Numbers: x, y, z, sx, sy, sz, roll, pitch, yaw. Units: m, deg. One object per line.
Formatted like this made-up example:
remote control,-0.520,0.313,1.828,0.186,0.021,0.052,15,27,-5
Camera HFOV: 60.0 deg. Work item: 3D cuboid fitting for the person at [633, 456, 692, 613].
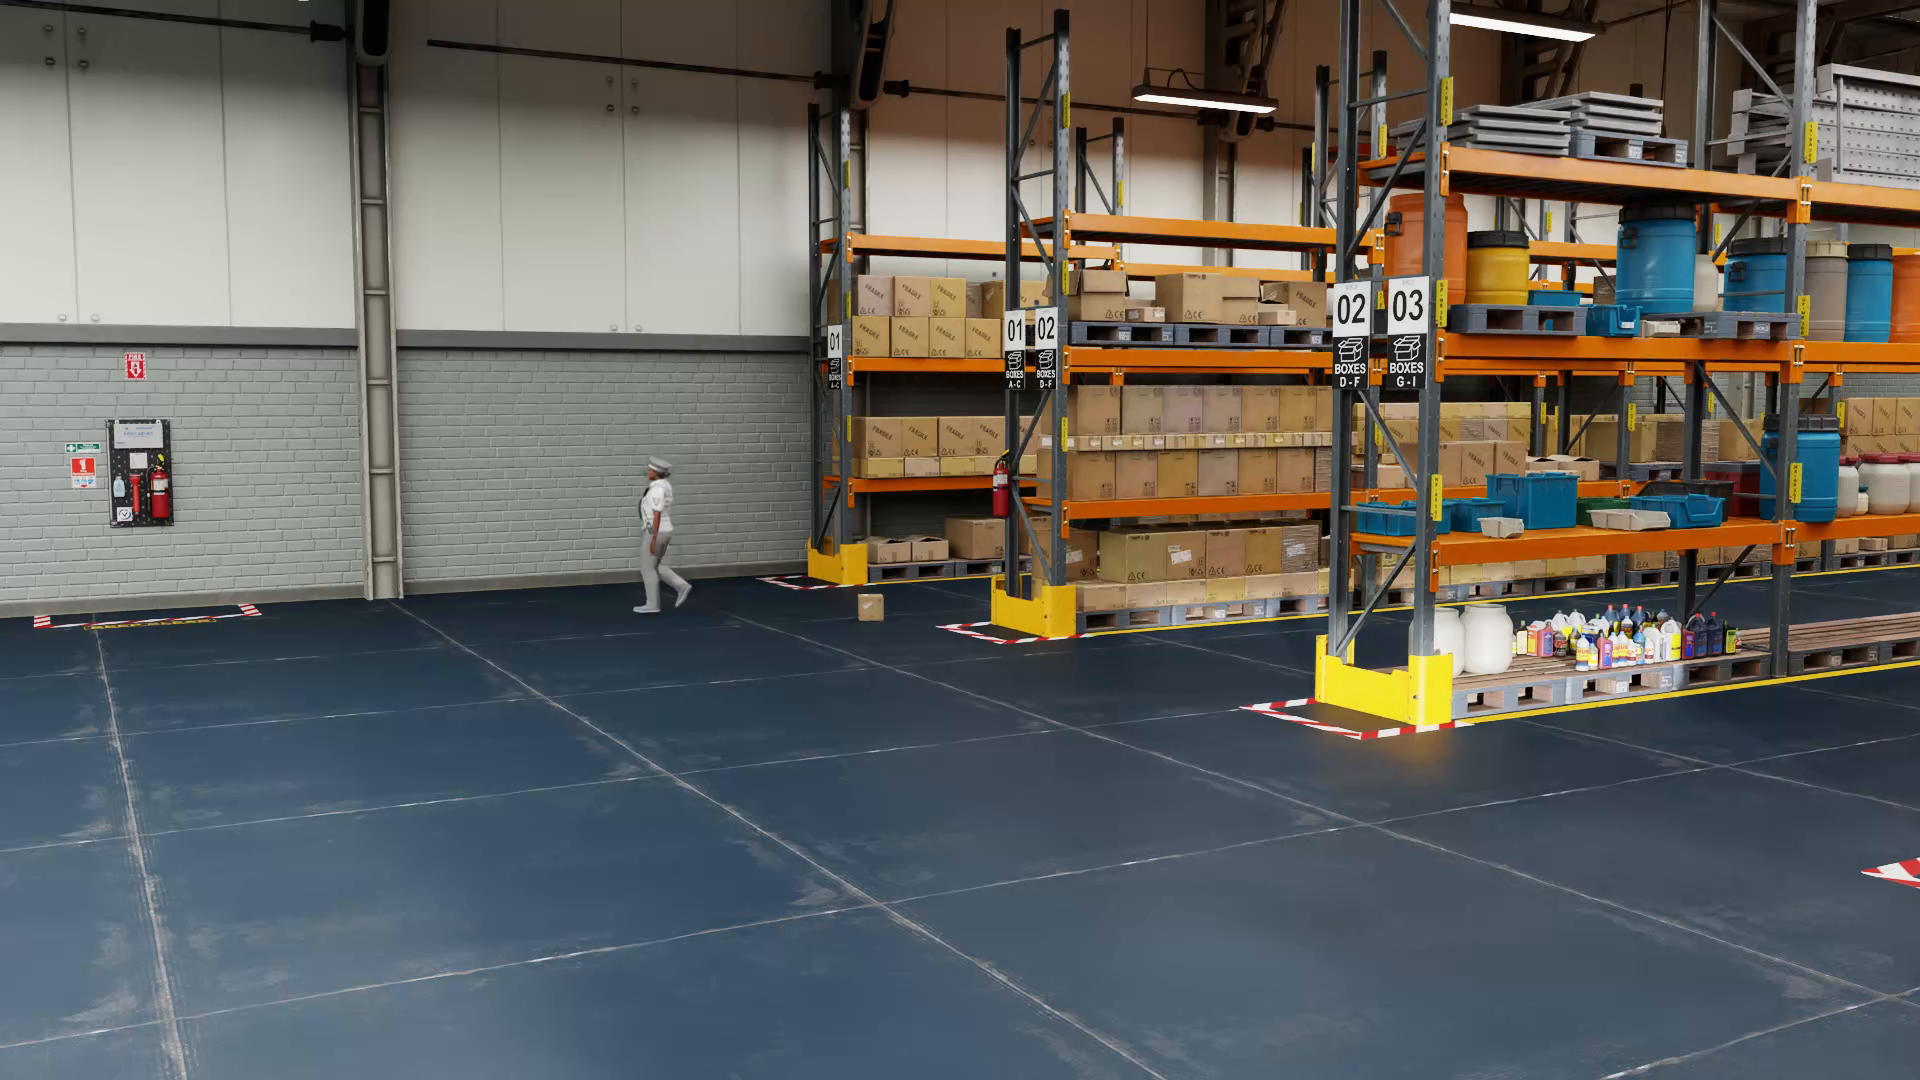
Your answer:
person,-3.199,-0.061,17.795,0.602,1.674,0.453,0,5,4
